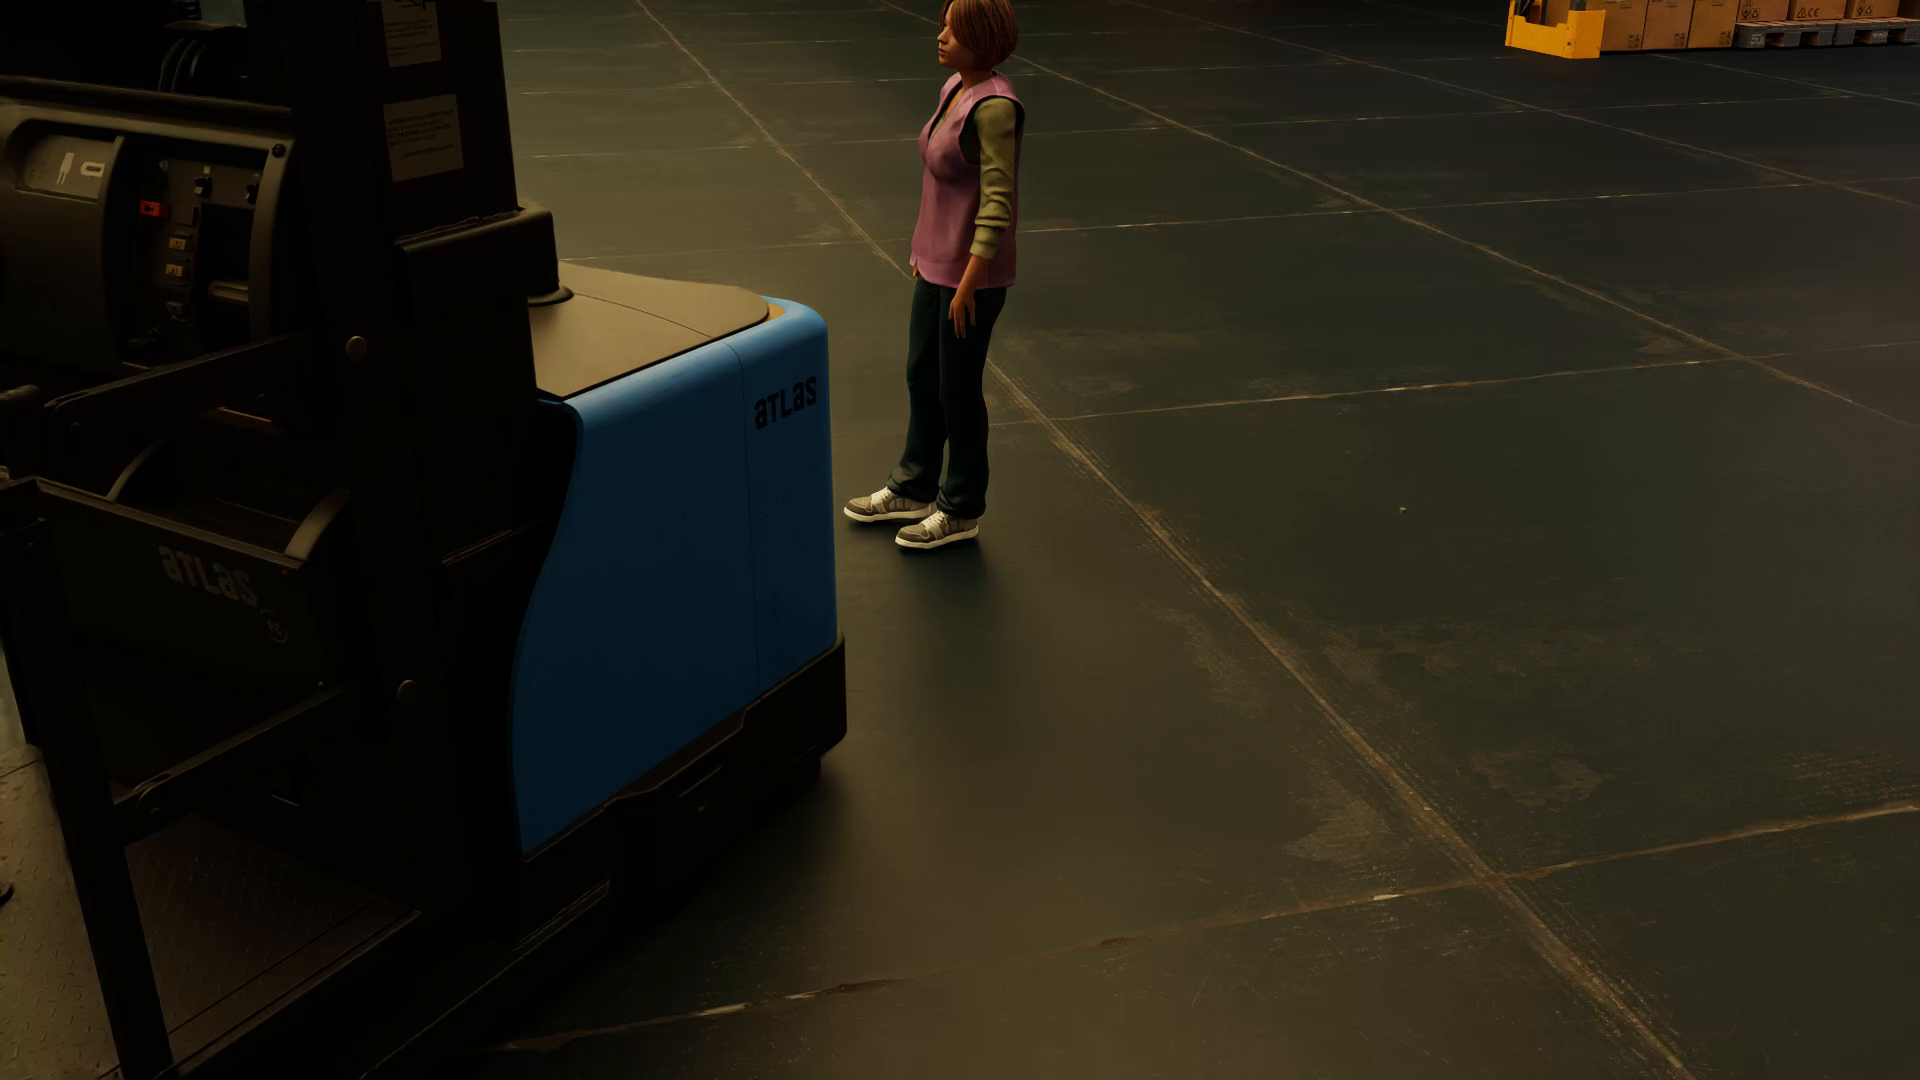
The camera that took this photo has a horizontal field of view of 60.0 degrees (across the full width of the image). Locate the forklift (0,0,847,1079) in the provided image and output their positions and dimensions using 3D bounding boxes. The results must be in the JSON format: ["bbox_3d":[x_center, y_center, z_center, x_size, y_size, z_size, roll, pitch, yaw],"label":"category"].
[{"bbox_3d":[-1.444,-0.451,2.370,1.130,2.935,3.031,13,26,28],"label":"forklift"}]

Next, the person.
[{"bbox_3d":[-0.076,-0.739,4.731,0.473,1.599,0.521,-6,24,-14],"label":"person"}]
